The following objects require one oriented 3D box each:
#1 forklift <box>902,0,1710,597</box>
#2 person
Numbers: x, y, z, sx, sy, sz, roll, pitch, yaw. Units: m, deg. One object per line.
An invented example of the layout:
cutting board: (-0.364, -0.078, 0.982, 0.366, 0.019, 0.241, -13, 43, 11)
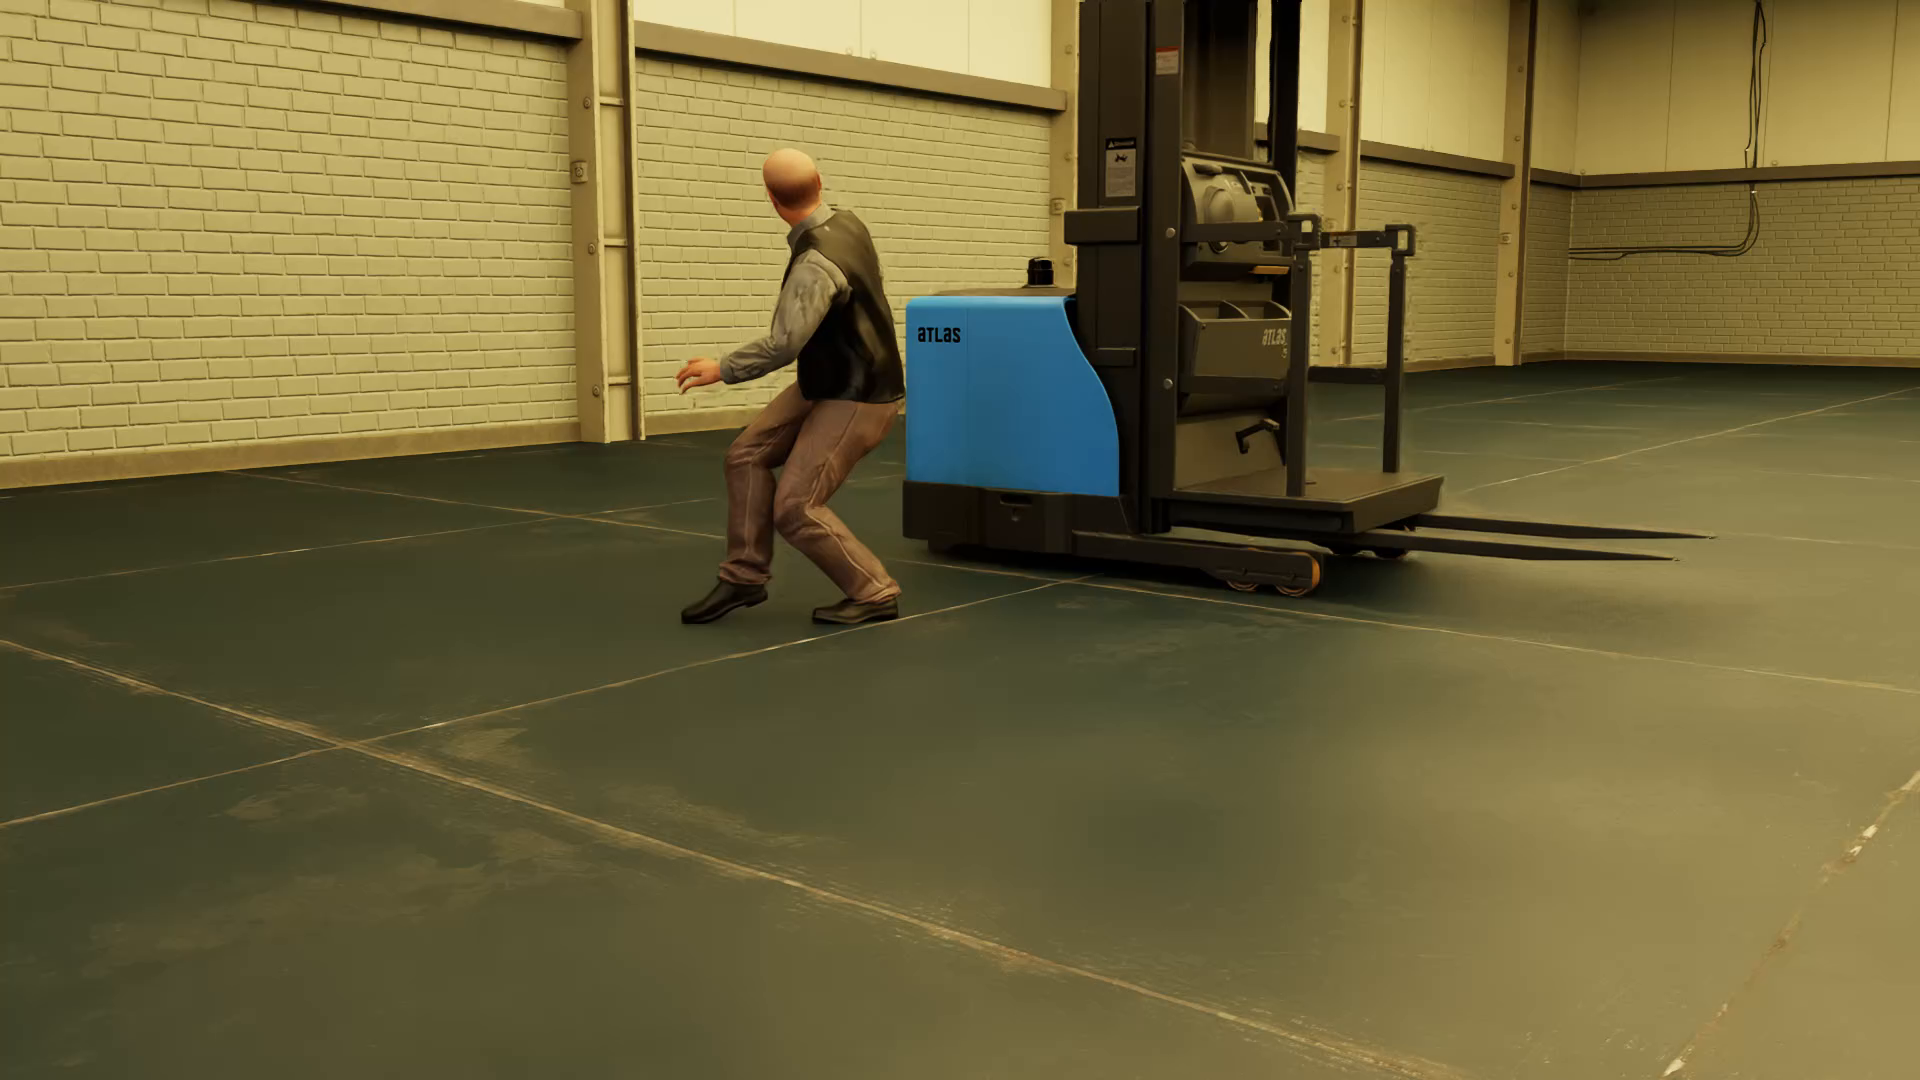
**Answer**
forklift: (1.266, -1.332, 6.384, 3.031, 2.935, 1.130, 6, 10, 34)
person: (-0.565, -0.500, 5.552, 0.770, 1.555, 0.745, -2, 9, -12)
